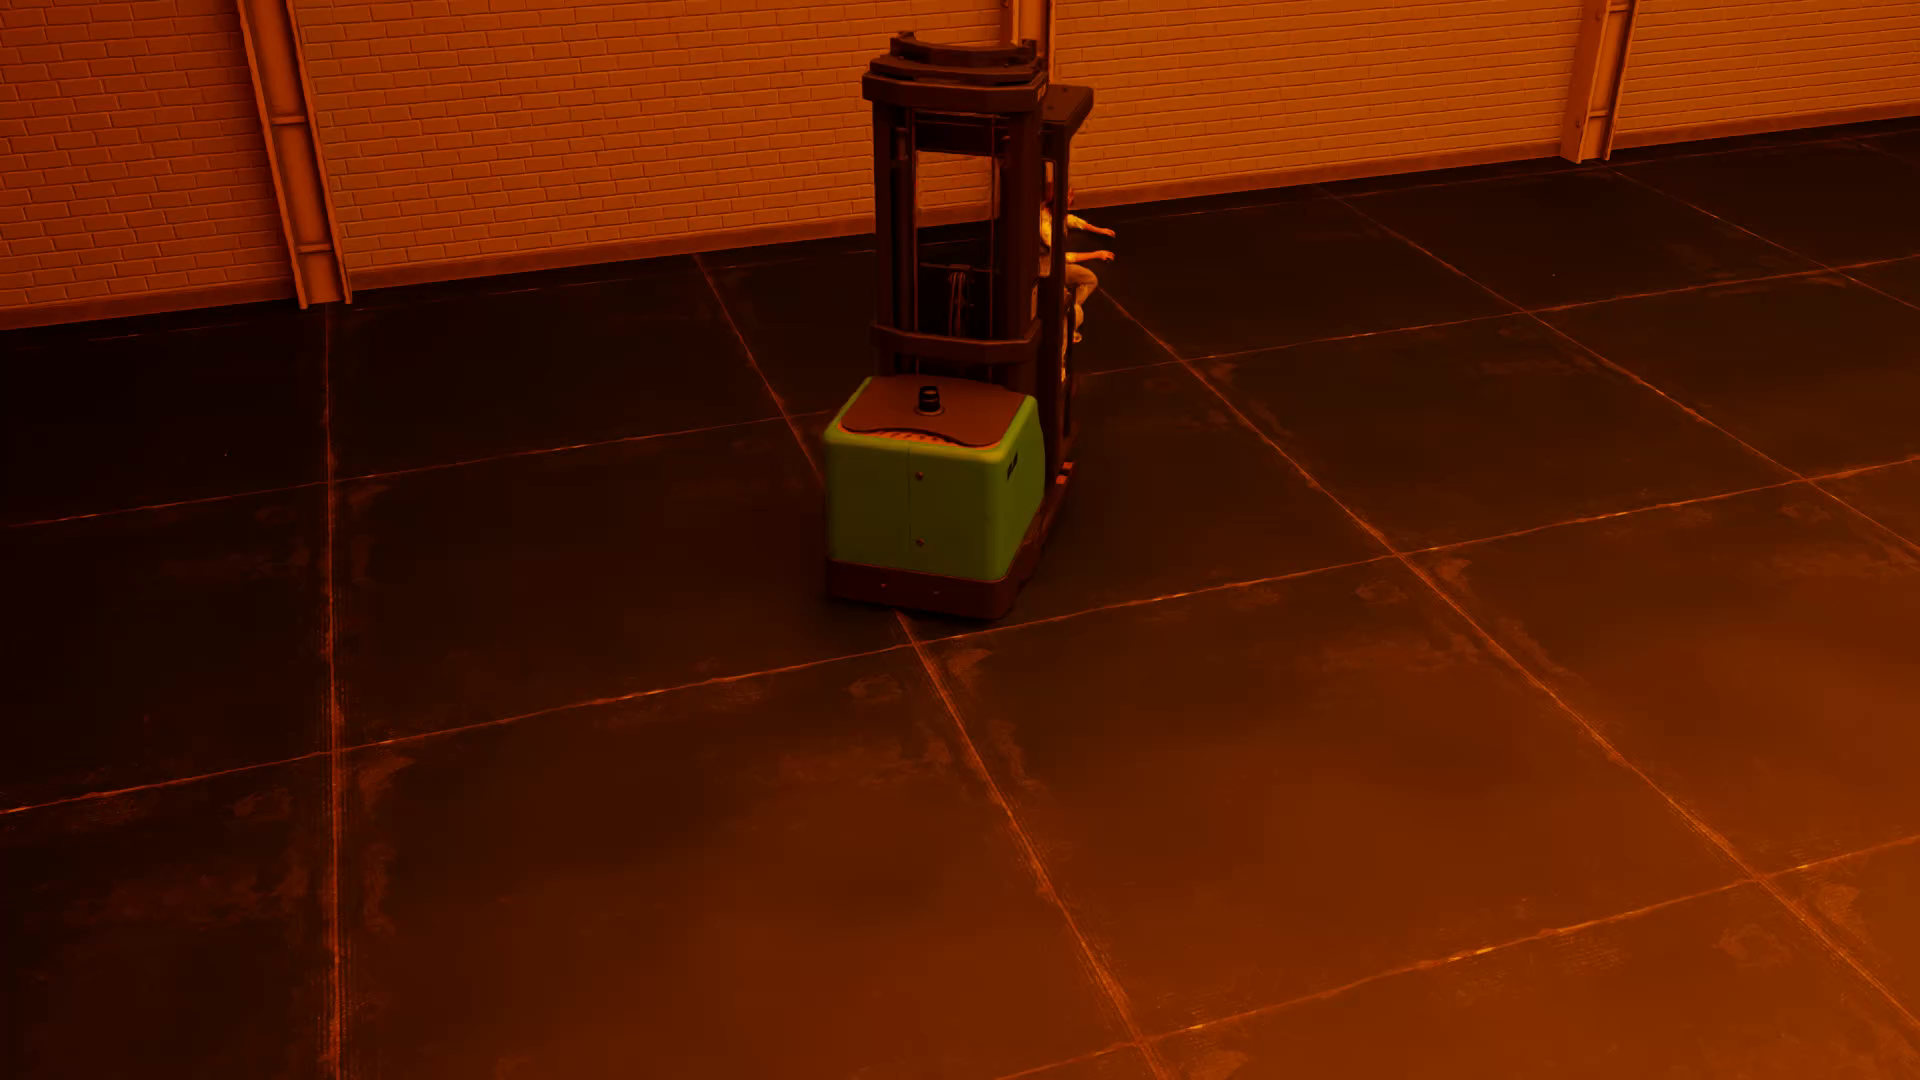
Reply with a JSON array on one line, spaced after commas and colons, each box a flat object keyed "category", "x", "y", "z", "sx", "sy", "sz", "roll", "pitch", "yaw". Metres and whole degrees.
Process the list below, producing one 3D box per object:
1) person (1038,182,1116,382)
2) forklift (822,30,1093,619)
[{"category": "person", "x": 0.790, "y": -1.910, "z": 12.010, "sx": 0.678, "sy": 1.381, "sz": 0.782, "roll": 7, "pitch": 31, "yaw": 12}, {"category": "forklift", "x": 0.127, "y": -1.556, "z": 9.792, "sx": 1.130, "sy": 2.935, "sz": 3.031, "roll": 8, "pitch": 31, "yaw": 13}]
